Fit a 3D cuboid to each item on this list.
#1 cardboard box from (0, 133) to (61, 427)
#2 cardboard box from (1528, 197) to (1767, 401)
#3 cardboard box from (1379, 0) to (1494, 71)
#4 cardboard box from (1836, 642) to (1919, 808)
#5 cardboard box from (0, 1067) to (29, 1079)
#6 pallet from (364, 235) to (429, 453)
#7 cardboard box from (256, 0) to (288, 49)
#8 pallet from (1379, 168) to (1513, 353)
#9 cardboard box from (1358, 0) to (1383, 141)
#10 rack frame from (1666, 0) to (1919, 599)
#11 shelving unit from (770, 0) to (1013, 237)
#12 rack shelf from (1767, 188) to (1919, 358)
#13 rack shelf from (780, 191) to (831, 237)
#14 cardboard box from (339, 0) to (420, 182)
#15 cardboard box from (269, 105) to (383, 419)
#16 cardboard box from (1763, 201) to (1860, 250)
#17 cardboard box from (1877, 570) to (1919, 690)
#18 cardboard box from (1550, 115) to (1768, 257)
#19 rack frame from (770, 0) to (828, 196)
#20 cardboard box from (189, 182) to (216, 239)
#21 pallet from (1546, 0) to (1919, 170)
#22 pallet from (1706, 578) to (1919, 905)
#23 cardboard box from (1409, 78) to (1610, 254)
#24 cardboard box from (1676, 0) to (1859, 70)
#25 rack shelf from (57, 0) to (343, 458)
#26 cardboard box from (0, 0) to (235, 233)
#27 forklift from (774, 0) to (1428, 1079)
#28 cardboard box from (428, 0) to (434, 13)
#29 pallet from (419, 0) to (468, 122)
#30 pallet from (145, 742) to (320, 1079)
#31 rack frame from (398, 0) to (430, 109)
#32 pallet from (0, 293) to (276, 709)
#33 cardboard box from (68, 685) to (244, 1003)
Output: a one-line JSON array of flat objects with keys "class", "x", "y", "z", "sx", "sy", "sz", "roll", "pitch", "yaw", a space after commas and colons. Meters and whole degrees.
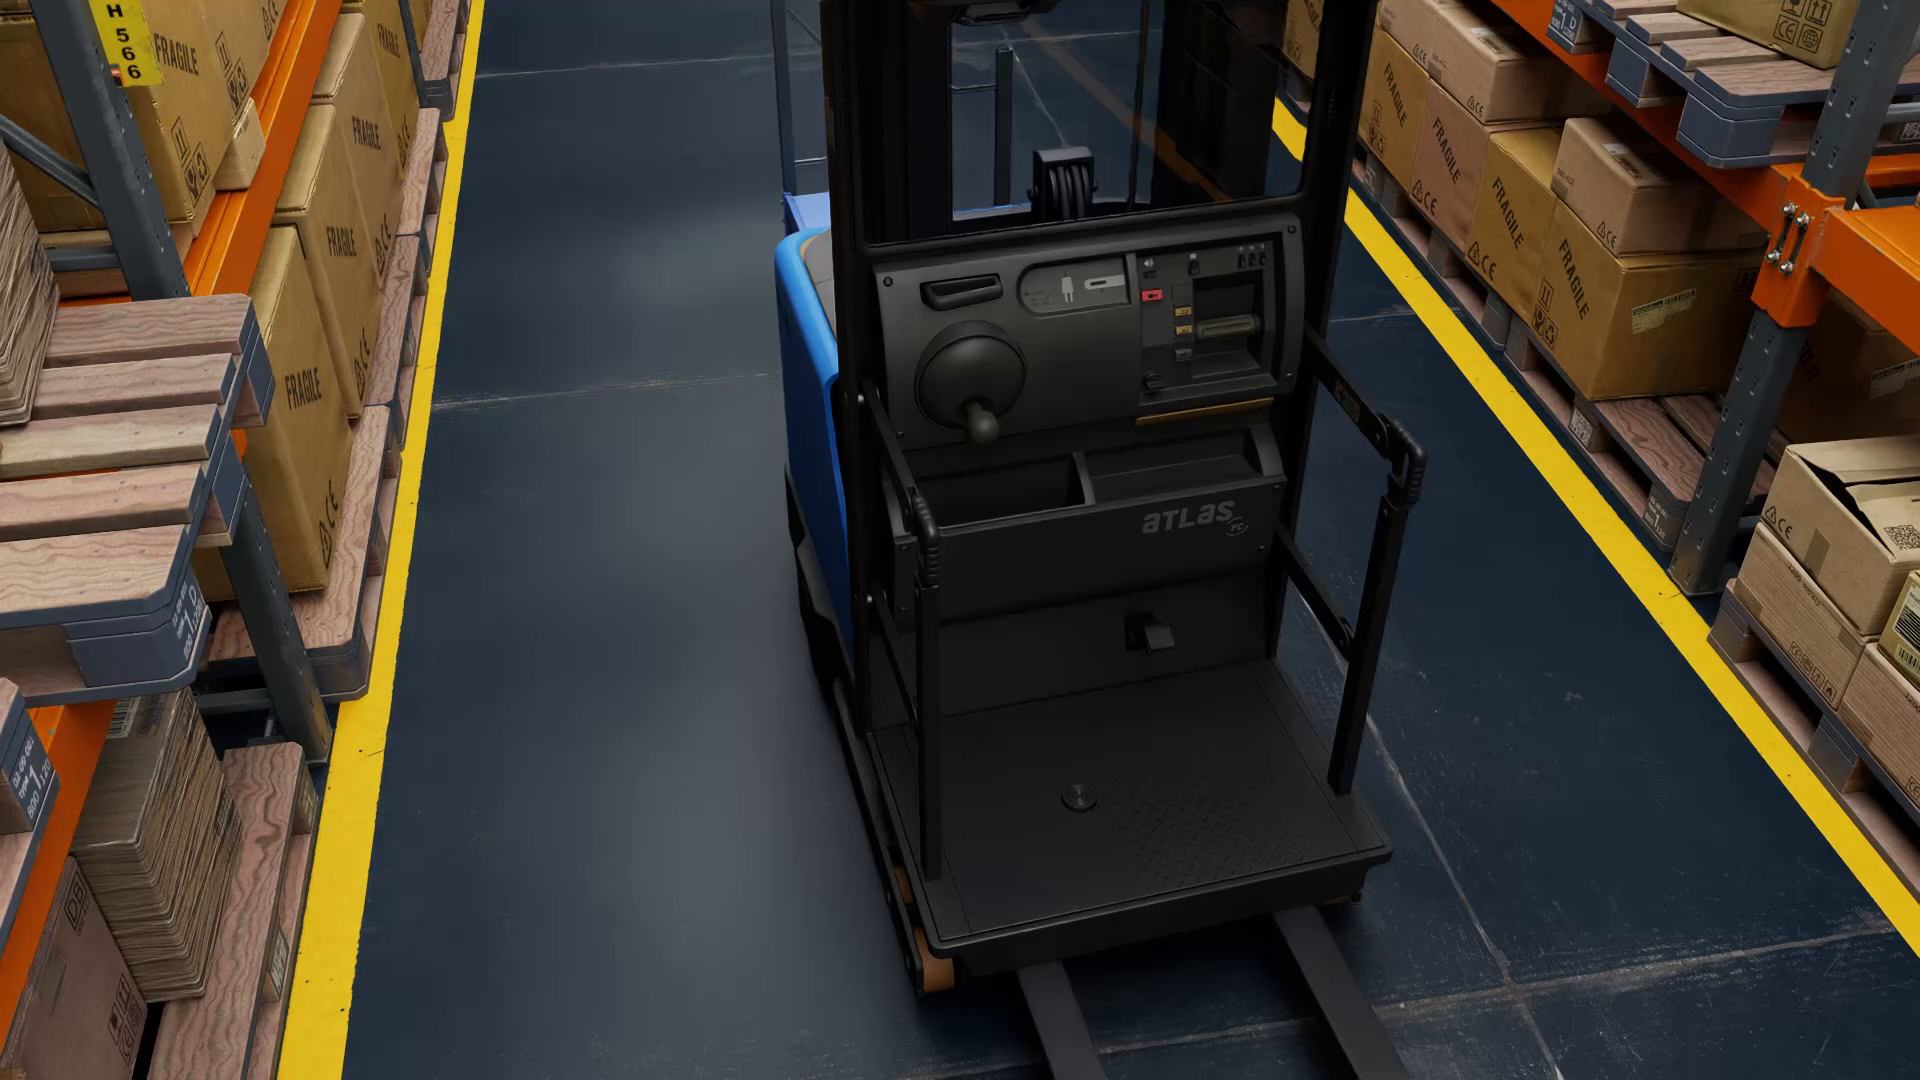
[{"class": "cardboard box", "x": -2.109, "y": -0.493, "z": 2.999, "sx": 0.700, "sy": 0.500, "sz": 0.500, "roll": -11, "pitch": 39, "yaw": -13}, {"class": "cardboard box", "x": 2.280, "y": -0.824, "z": 5.544, "sx": 0.500, "sy": 0.500, "sz": 0.500, "roll": -5, "pitch": 38, "yaw": -6}, {"class": "cardboard box", "x": 1.994, "y": -2.074, "z": 6.542, "sx": 0.500, "sy": 0.250, "sz": 0.500, "roll": -6, "pitch": 38, "yaw": -8}, {"class": "cardboard box", "x": 2.566, "y": 0.474, "z": 4.094, "sx": 0.500, "sy": 0.250, "sz": 0.500, "roll": -7, "pitch": 38, "yaw": -9}, {"class": "cardboard box", "x": -1.933, "y": 1.301, "z": 2.809, "sx": 0.700, "sy": 0.500, "sz": 0.500, "roll": -6, "pitch": 38, "yaw": -8}, {"class": "pallet", "x": -2.476, "y": -0.681, "z": 5.954, "sx": 1.003, "sy": 0.211, "sz": 1.213, "roll": -6, "pitch": 38, "yaw": -8}, {"class": "cardboard box", "x": -2.203, "y": -1.665, "z": 4.608, "sx": 0.500, "sy": 0.500, "sz": 0.500, "roll": -6, "pitch": 38, "yaw": -8}, {"class": "pallet", "x": 2.371, "y": -1.187, "z": 6.605, "sx": 1.003, "sy": 0.211, "sz": 1.213, "roll": -6, "pitch": 38, "yaw": -8}, {"class": "cardboard box", "x": 1.923, "y": -2.061, "z": 7.136, "sx": 0.500, "sy": 0.500, "sz": 0.500, "roll": -6, "pitch": 38, "yaw": -7}, {"class": "rack frame", "x": 2.675, "y": -1.097, "z": 4.218, "sx": 1.000, "sy": 3.000, "sz": 0.127, "roll": -6, "pitch": 38, "yaw": -8}, {"class": "shelving unit", "x": -0.233, "y": -1.013, "z": 5.331, "sx": 0.538, "sy": 1.500, "sz": 1.048, "roll": -9, "pitch": 39, "yaw": -12}, {"class": "rack shelf", "x": 3.025, "y": 0.395, "z": 2.883, "sx": 1.077, "sy": 0.370, "sz": 4.000, "roll": -6, "pitch": 38, "yaw": -8}, {"class": "rack shelf", "x": -0.233, "y": -0.871, "z": 5.442, "sx": 0.538, "sy": 0.185, "sz": 1.000, "roll": -9, "pitch": 39, "yaw": -12}, {"class": "cardboard box", "x": -2.661, "y": -1.917, "z": 6.682, "sx": 0.750, "sy": 0.750, "sz": 0.750, "roll": -6, "pitch": 38, "yaw": -7}, {"class": "cardboard box", "x": -2.349, "y": -0.867, "z": 5.331, "sx": 0.750, "sy": 0.750, "sz": 0.750, "roll": -6, "pitch": 38, "yaw": -8}, {"class": "cardboard box", "x": 2.779, "y": -0.905, "z": 5.649, "sx": 0.500, "sy": 0.500, "sz": 0.500, "roll": -8, "pitch": 38, "yaw": -10}, {"class": "cardboard box", "x": 2.578, "y": 0.265, "z": 3.905, "sx": 0.500, "sy": 0.311, "sz": 0.500, "roll": -7, "pitch": 38, "yaw": -9}, {"class": "cardboard box", "x": 2.266, "y": -1.153, "z": 5.357, "sx": 0.500, "sy": 0.250, "sz": 0.500, "roll": -5, "pitch": 38, "yaw": -6}, {"class": "rack frame", "x": -0.364, "y": -1.314, "z": 5.719, "sx": 0.500, "sy": 1.500, "sz": 0.032, "roll": -9, "pitch": 39, "yaw": -12}, {"class": "cardboard box", "x": -2.067, "y": -0.848, "z": 4.085, "sx": 0.380, "sy": 0.149, "sz": 0.250, "roll": -6, "pitch": 38, "yaw": -7}, {"class": "pallet", "x": 2.487, "y": -1.424, "z": 4.794, "sx": 1.213, "sy": 0.211, "sz": 1.003, "roll": -6, "pitch": 38, "yaw": -8}, {"class": "pallet", "x": 2.781, "y": 0.505, "z": 4.428, "sx": 1.003, "sy": 0.211, "sz": 1.213, "roll": -6, "pitch": 38, "yaw": -8}, {"class": "cardboard box", "x": 2.091, "y": -1.453, "z": 6.354, "sx": 0.500, "sy": 0.500, "sz": 0.500, "roll": -8, "pitch": 38, "yaw": -10}, {"class": "cardboard box", "x": 2.453, "y": -1.671, "z": 4.532, "sx": 0.700, "sy": 0.500, "sz": 0.500, "roll": -19, "pitch": 42, "yaw": -23}, {"class": "rack shelf", "x": -2.552, "y": -1.486, "z": 5.305, "sx": 1.077, "sy": 0.370, "sz": 4.000, "roll": -6, "pitch": 38, "yaw": -8}, {"class": "cardboard box", "x": -2.035, "y": -1.048, "z": 3.814, "sx": 0.500, "sy": 0.500, "sz": 0.500, "roll": -5, "pitch": 38, "yaw": -7}, {"class": "forklift", "x": 0.343, "y": -0.369, "z": 3.335, "sx": 1.130, "sy": 2.935, "sz": 3.031, "roll": -9, "pitch": 39, "yaw": -12}, {"class": "cardboard box", "x": -3.018, "y": -2.924, "z": 8.263, "sx": 0.700, "sy": 0.500, "sz": 0.500, "roll": -7, "pitch": 38, "yaw": -8}, {"class": "pallet", "x": -2.959, "y": -2.345, "z": 8.096, "sx": 1.003, "sy": 0.211, "sz": 1.213, "roll": -6, "pitch": 38, "yaw": -8}, {"class": "pallet", "x": -2.066, "y": 1.011, "z": 3.777, "sx": 1.003, "sy": 0.211, "sz": 1.213, "roll": -6, "pitch": 38, "yaw": -8}, {"class": "rack frame", "x": -2.903, "y": -2.978, "z": 6.639, "sx": 1.000, "sy": 3.000, "sz": 0.127, "roll": -6, "pitch": 38, "yaw": -8}, {"class": "pallet", "x": -1.972, "y": -0.068, "z": 3.048, "sx": 1.213, "sy": 0.211, "sz": 1.003, "roll": -6, "pitch": 38, "yaw": -8}, {"class": "cardboard box", "x": -2.024, "y": 0.680, "z": 3.608, "sx": 0.700, "sy": 0.500, "sz": 0.500, "roll": -6, "pitch": 38, "yaw": -7}]
